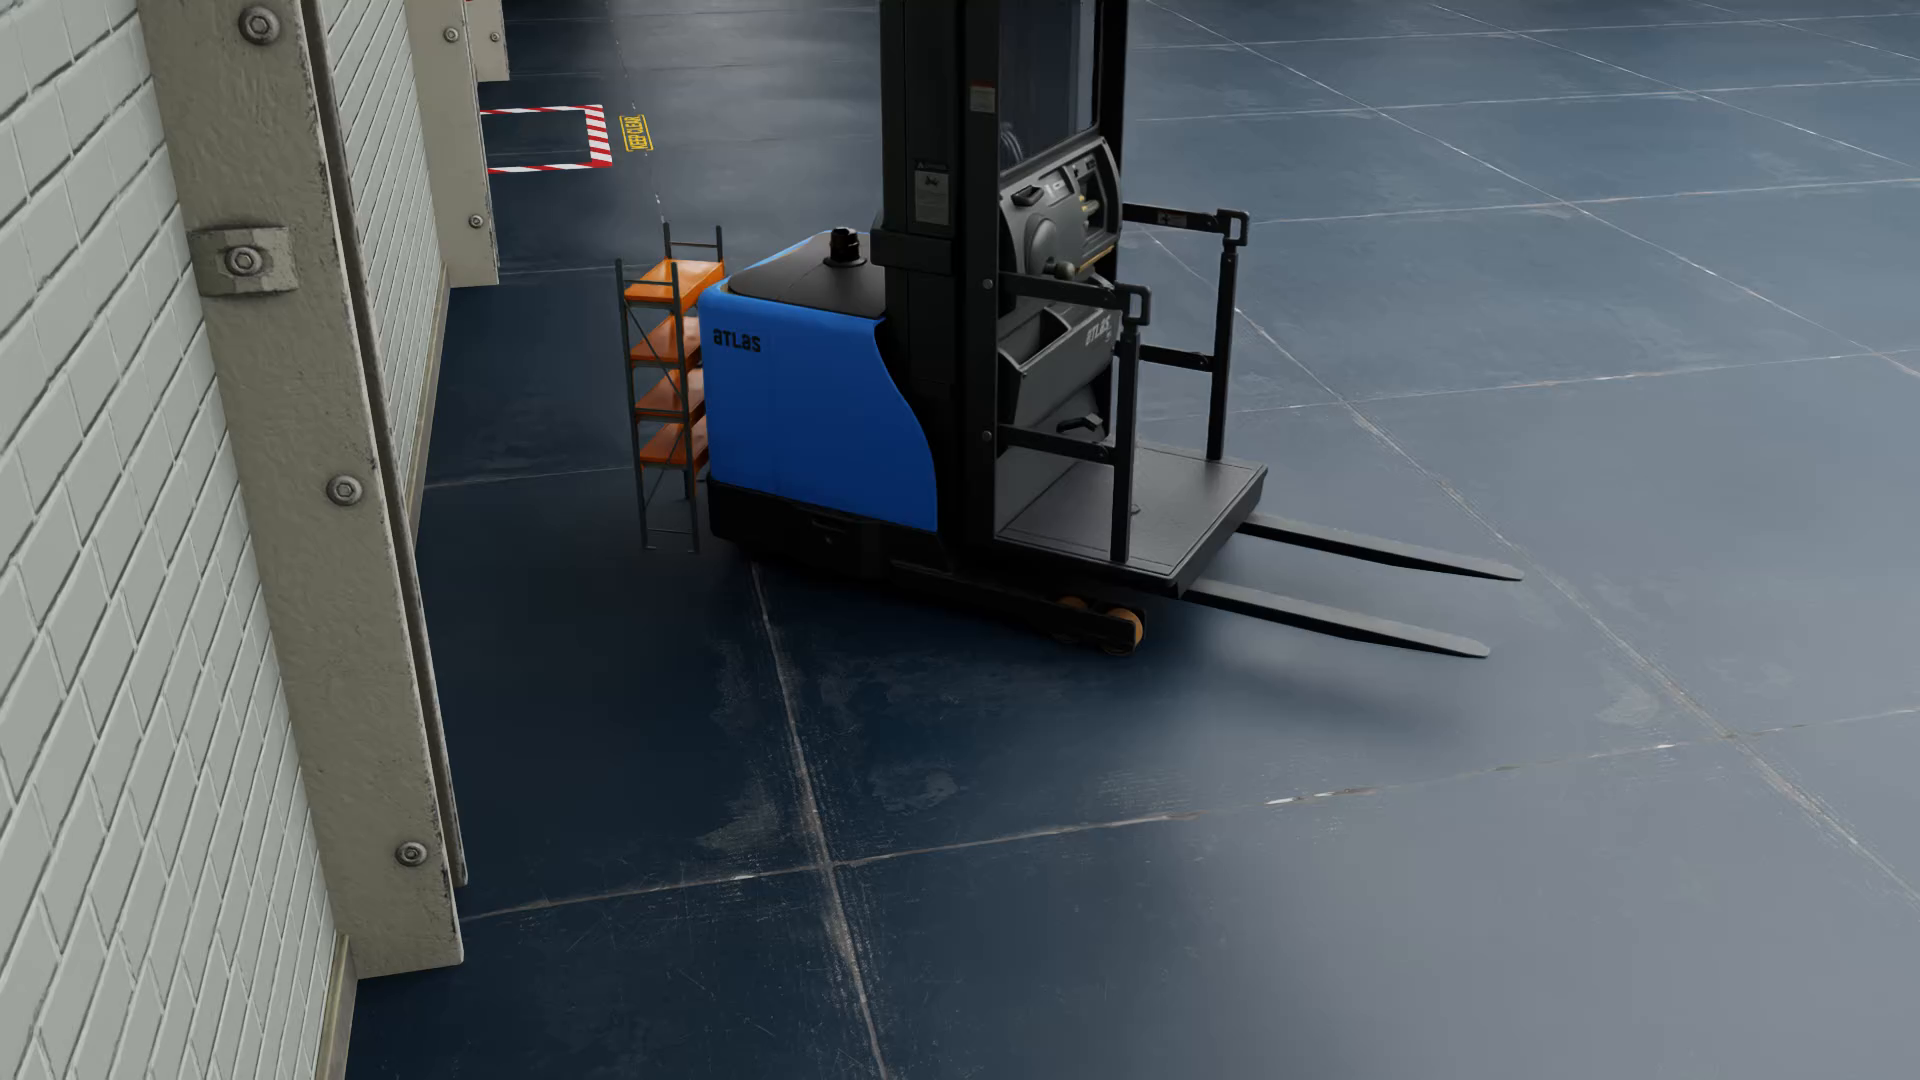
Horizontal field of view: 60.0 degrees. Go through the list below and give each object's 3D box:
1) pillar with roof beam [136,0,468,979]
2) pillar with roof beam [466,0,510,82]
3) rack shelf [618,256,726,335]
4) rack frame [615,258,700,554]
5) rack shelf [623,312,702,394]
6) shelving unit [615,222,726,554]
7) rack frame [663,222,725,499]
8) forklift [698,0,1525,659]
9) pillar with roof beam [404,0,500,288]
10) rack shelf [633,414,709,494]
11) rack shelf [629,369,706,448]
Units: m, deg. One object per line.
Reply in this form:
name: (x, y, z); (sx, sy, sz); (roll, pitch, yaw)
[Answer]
pillar with roof beam: (2.658, -3.383, 3.466); (9.100, 9.000, 0.400); (-6, 27, -12)
pillar with roof beam: (-0.047, -8.651, 13.903); (9.100, 9.000, 0.400); (-6, 27, -12)
rack shelf: (-1.106, -0.951, 6.431); (0.258, 0.148, 0.480); (6, 27, 11)
rack frame: (-1.157, -0.493, 6.395); (0.240, 1.200, 0.015); (6, 27, 11)
rack shelf: (-1.106, -0.740, 6.538); (0.258, 0.148, 0.480); (6, 27, 11)
shelving unit: (-1.106, -0.601, 6.608); (0.258, 1.200, 0.503); (6, 27, 11)
rack frame: (-1.055, -0.708, 6.821); (0.240, 1.200, 0.015); (6, 27, 11)
forklift: (0.547, -1.169, 5.813); (3.031, 2.935, 1.130); (13, 30, 24)
pillar with roof beam: (1.305, -6.017, 8.685); (9.100, 9.000, 0.400); (-6, 27, -12)
rack shelf: (-1.106, -0.363, 6.728); (0.258, 0.148, 0.480); (6, 27, 11)
rack shelf: (-1.106, -0.541, 6.639); (0.258, 0.148, 0.480); (6, 27, 11)
